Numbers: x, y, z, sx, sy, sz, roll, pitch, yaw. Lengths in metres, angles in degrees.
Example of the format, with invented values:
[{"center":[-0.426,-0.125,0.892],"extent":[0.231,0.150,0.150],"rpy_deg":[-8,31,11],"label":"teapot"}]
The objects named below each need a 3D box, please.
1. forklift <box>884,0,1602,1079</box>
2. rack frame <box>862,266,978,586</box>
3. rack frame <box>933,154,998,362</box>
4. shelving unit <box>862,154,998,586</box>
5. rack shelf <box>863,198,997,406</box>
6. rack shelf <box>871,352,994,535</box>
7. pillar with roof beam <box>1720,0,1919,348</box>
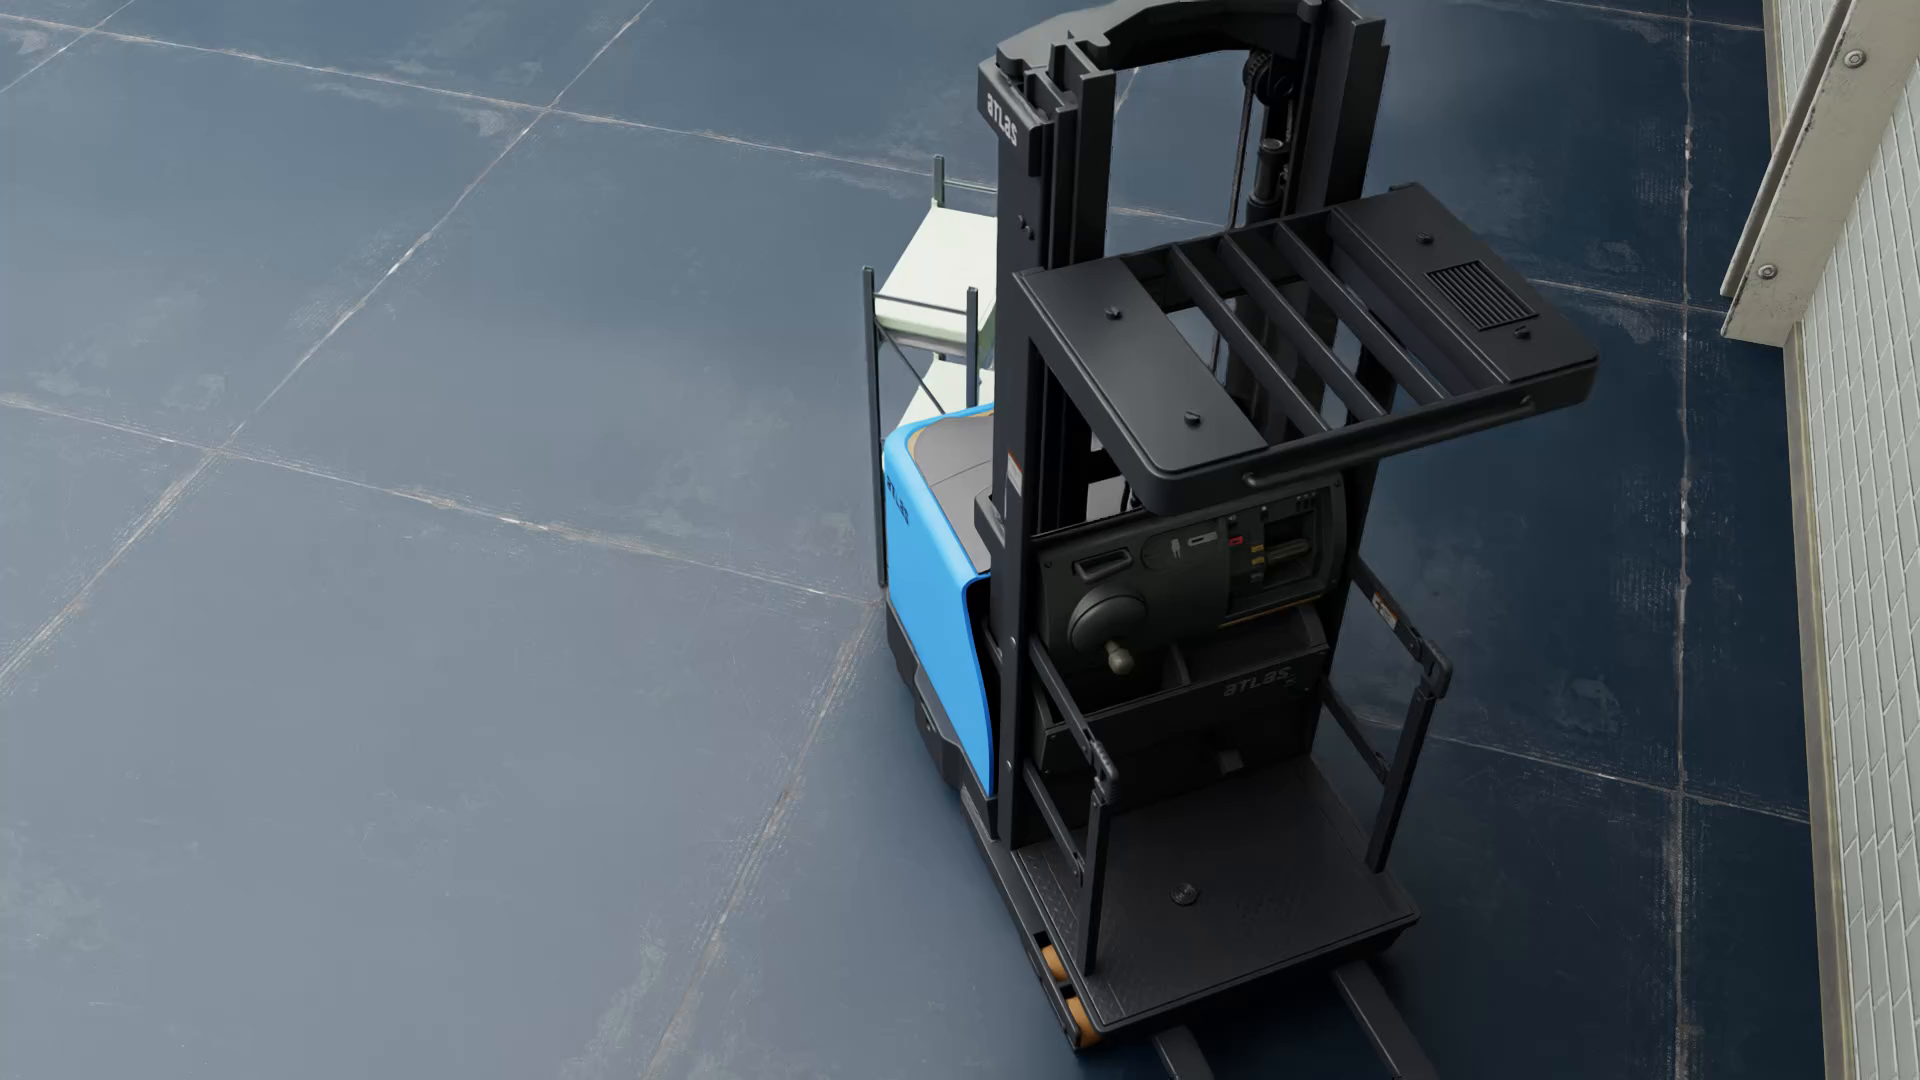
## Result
[{"center":[0.735,0.182,4.468],"extent":[1.130,2.935,3.031],"rpy_deg":[-15,46,-15],"label":"forklift"},{"center":[-0.133,-0.327,6.012],"extent":[0.400,1.500,0.023],"rpy_deg":[13,46,13],"label":"rack frame"},{"center":[0.096,-0.814,6.509],"extent":[0.400,1.500,0.023],"rpy_deg":[13,46,13],"label":"rack frame"},{"center":[-0.019,-0.570,6.261],"extent":[0.431,1.500,0.755],"rpy_deg":[13,46,13],"label":"shelving unit"},{"center":[-0.019,-0.849,5.988],"extent":[0.431,0.370,0.720],"rpy_deg":[13,46,13],"label":"rack shelf"},{"center":[-0.019,-0.337,6.489],"extent":[0.431,0.370,0.720],"rpy_deg":[13,46,13],"label":"rack shelf"},{"center":[-0.365,-5.172,5.601],"extent":[9.100,9.000,0.400],"rpy_deg":[13,46,13],"label":"pillar with roof beam"}]
